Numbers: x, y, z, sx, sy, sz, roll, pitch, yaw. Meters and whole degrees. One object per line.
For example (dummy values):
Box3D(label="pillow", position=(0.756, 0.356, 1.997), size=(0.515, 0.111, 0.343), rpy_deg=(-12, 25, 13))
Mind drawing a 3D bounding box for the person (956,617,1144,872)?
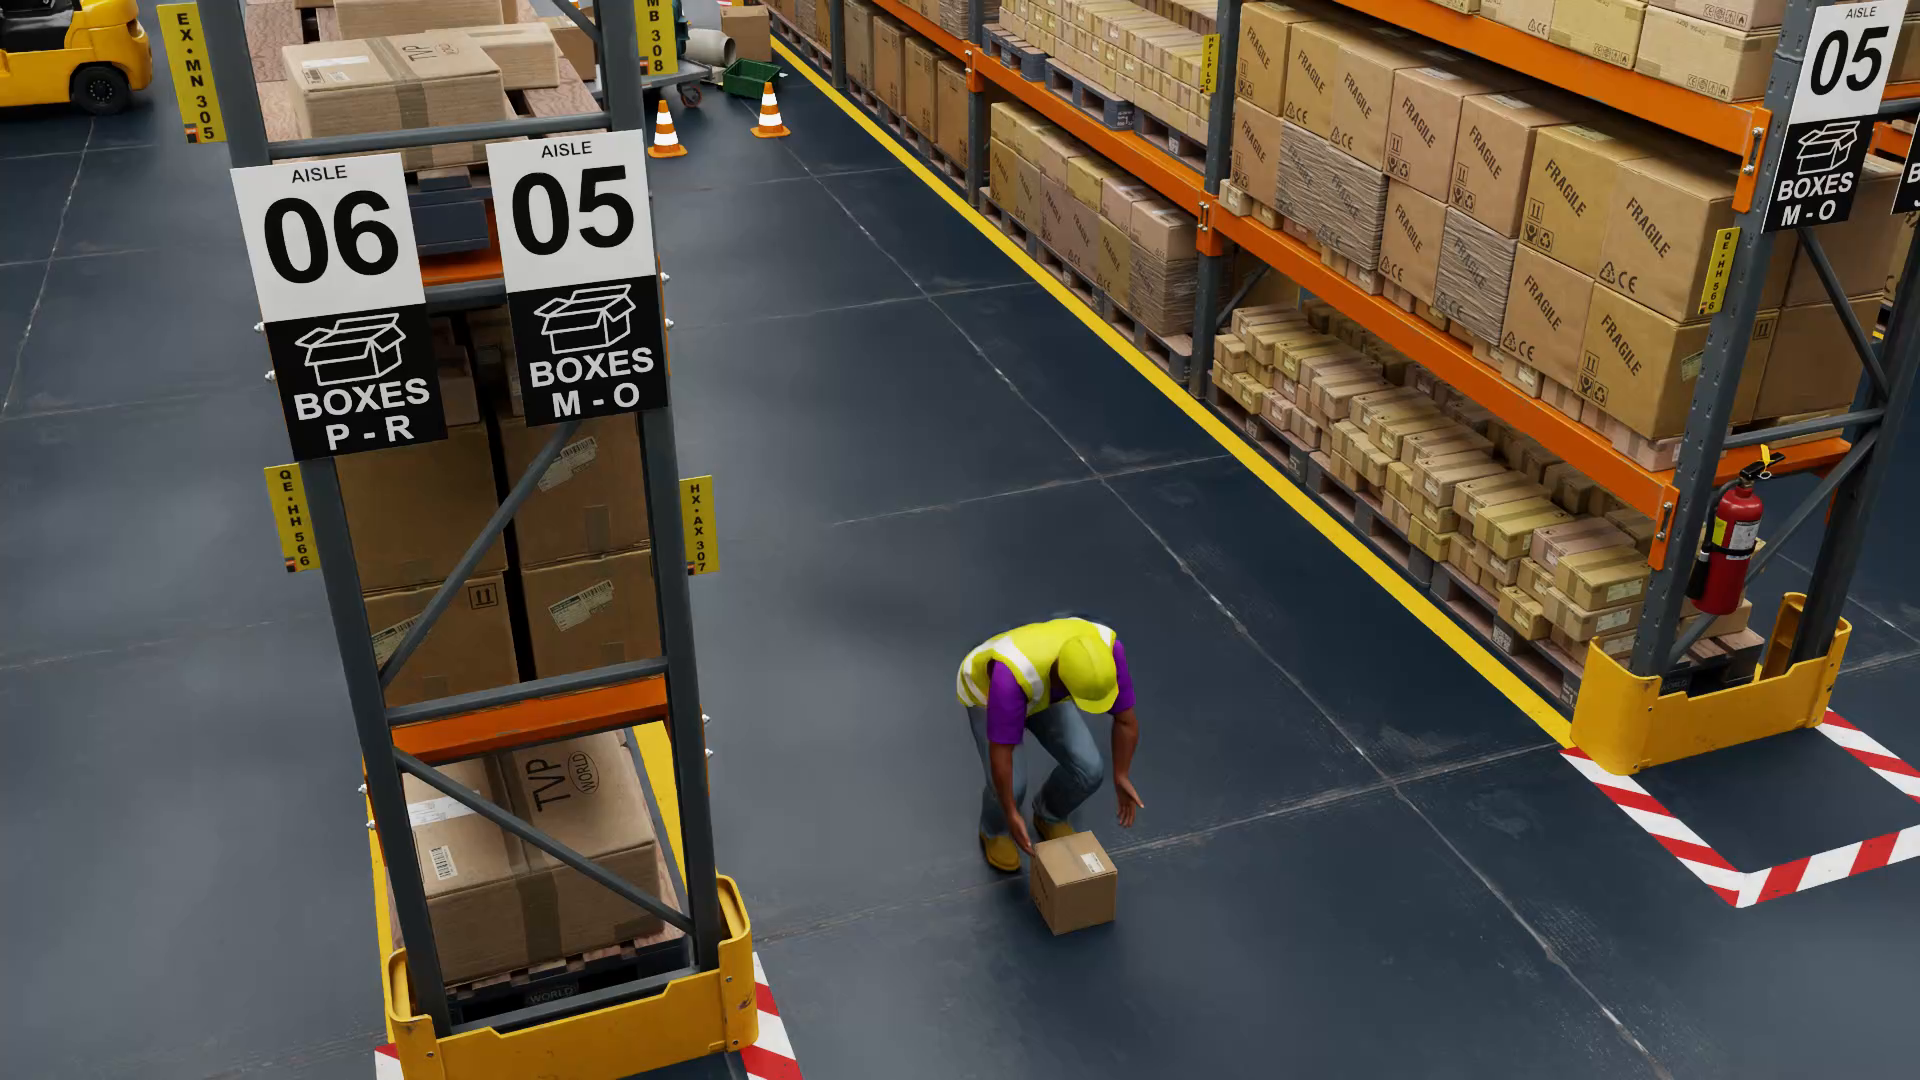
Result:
Box3D(label="person", position=(0.338, 0.726, 6.409), size=(0.619, 1.196, 0.847), rpy_deg=(-10, 31, -18))
